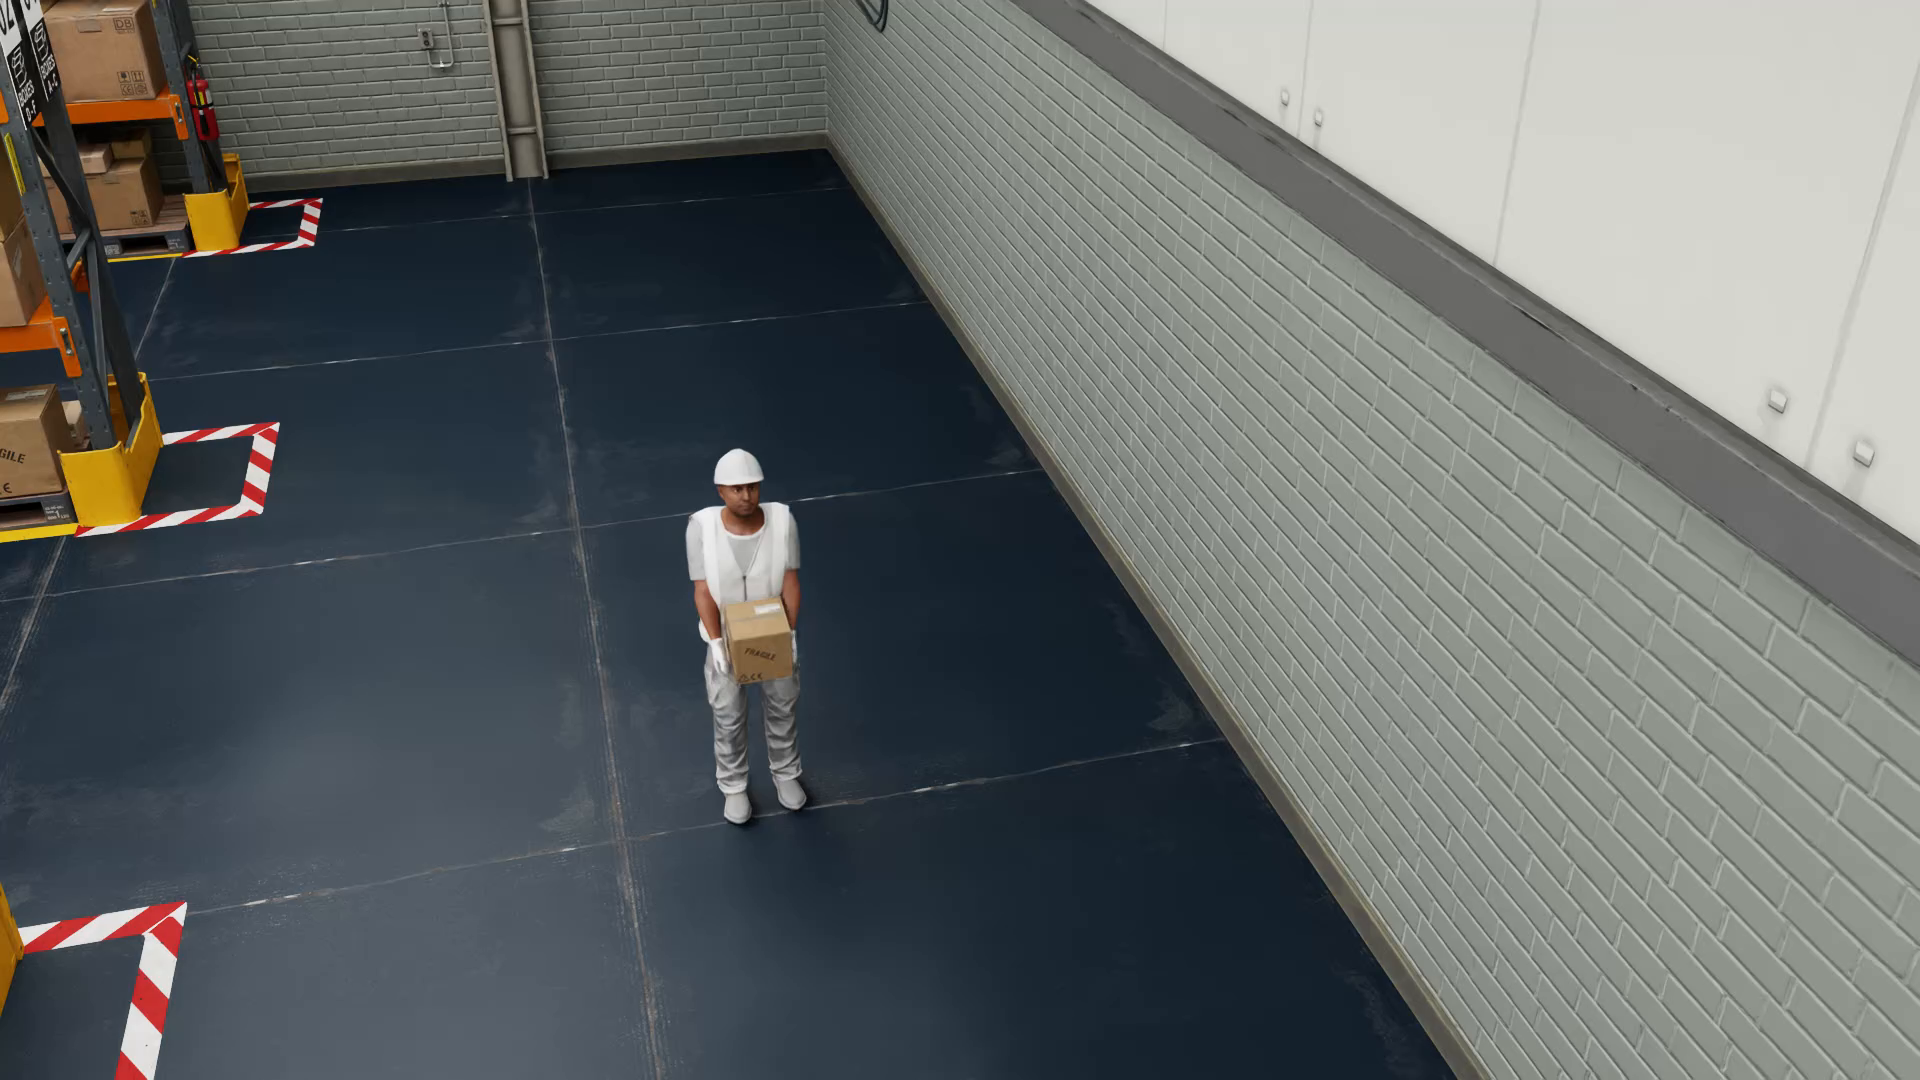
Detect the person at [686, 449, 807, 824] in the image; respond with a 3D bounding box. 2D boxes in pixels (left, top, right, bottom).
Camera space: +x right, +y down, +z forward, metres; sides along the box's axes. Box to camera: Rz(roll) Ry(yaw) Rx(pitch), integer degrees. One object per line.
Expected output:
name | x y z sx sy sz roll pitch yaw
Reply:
person | -0.920 0.472 7.404 0.495 1.784 0.573 -7 31 -11
